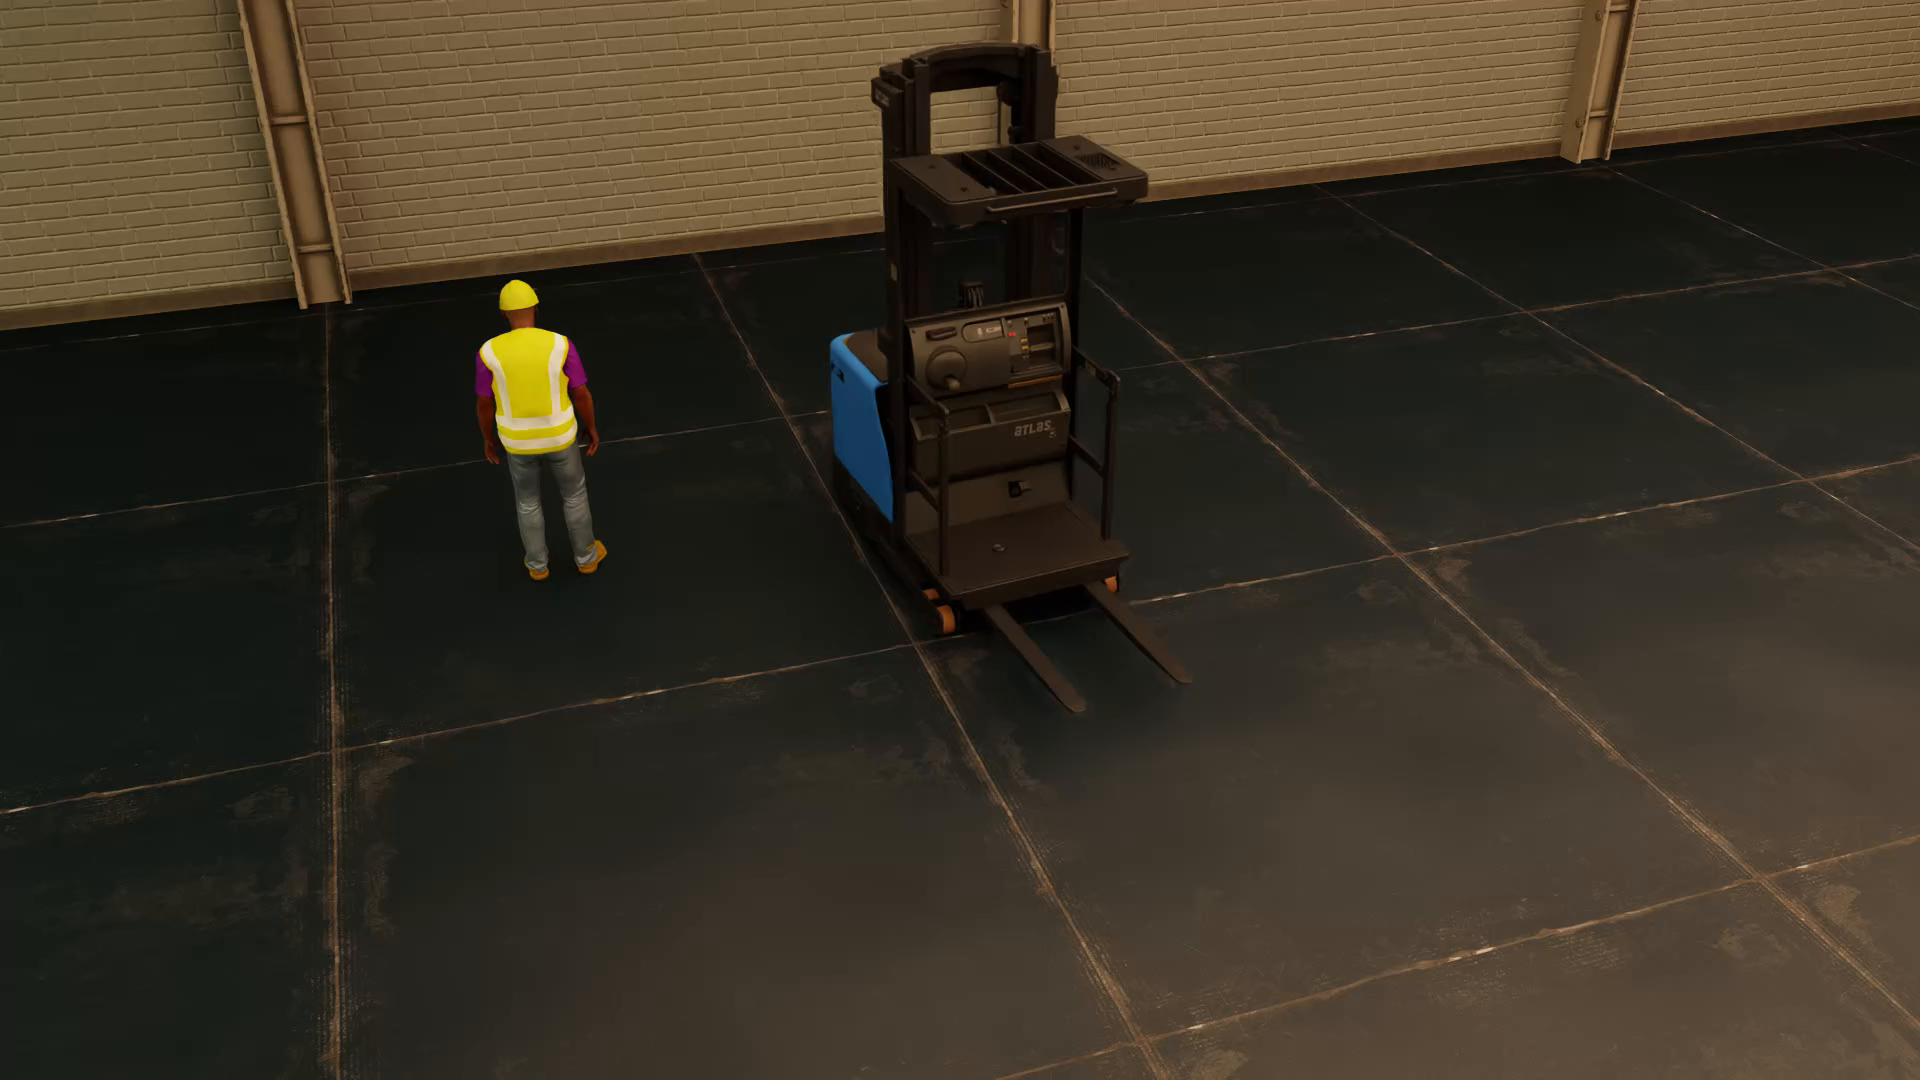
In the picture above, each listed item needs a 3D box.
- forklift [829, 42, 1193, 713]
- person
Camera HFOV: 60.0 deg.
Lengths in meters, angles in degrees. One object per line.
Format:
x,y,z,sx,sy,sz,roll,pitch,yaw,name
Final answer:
0.256,-0.993,8.813,1.130,2.935,3.031,-12,32,-20,forklift
-2.352,-0.600,9.308,0.630,1.759,0.462,-6,30,-10,person
